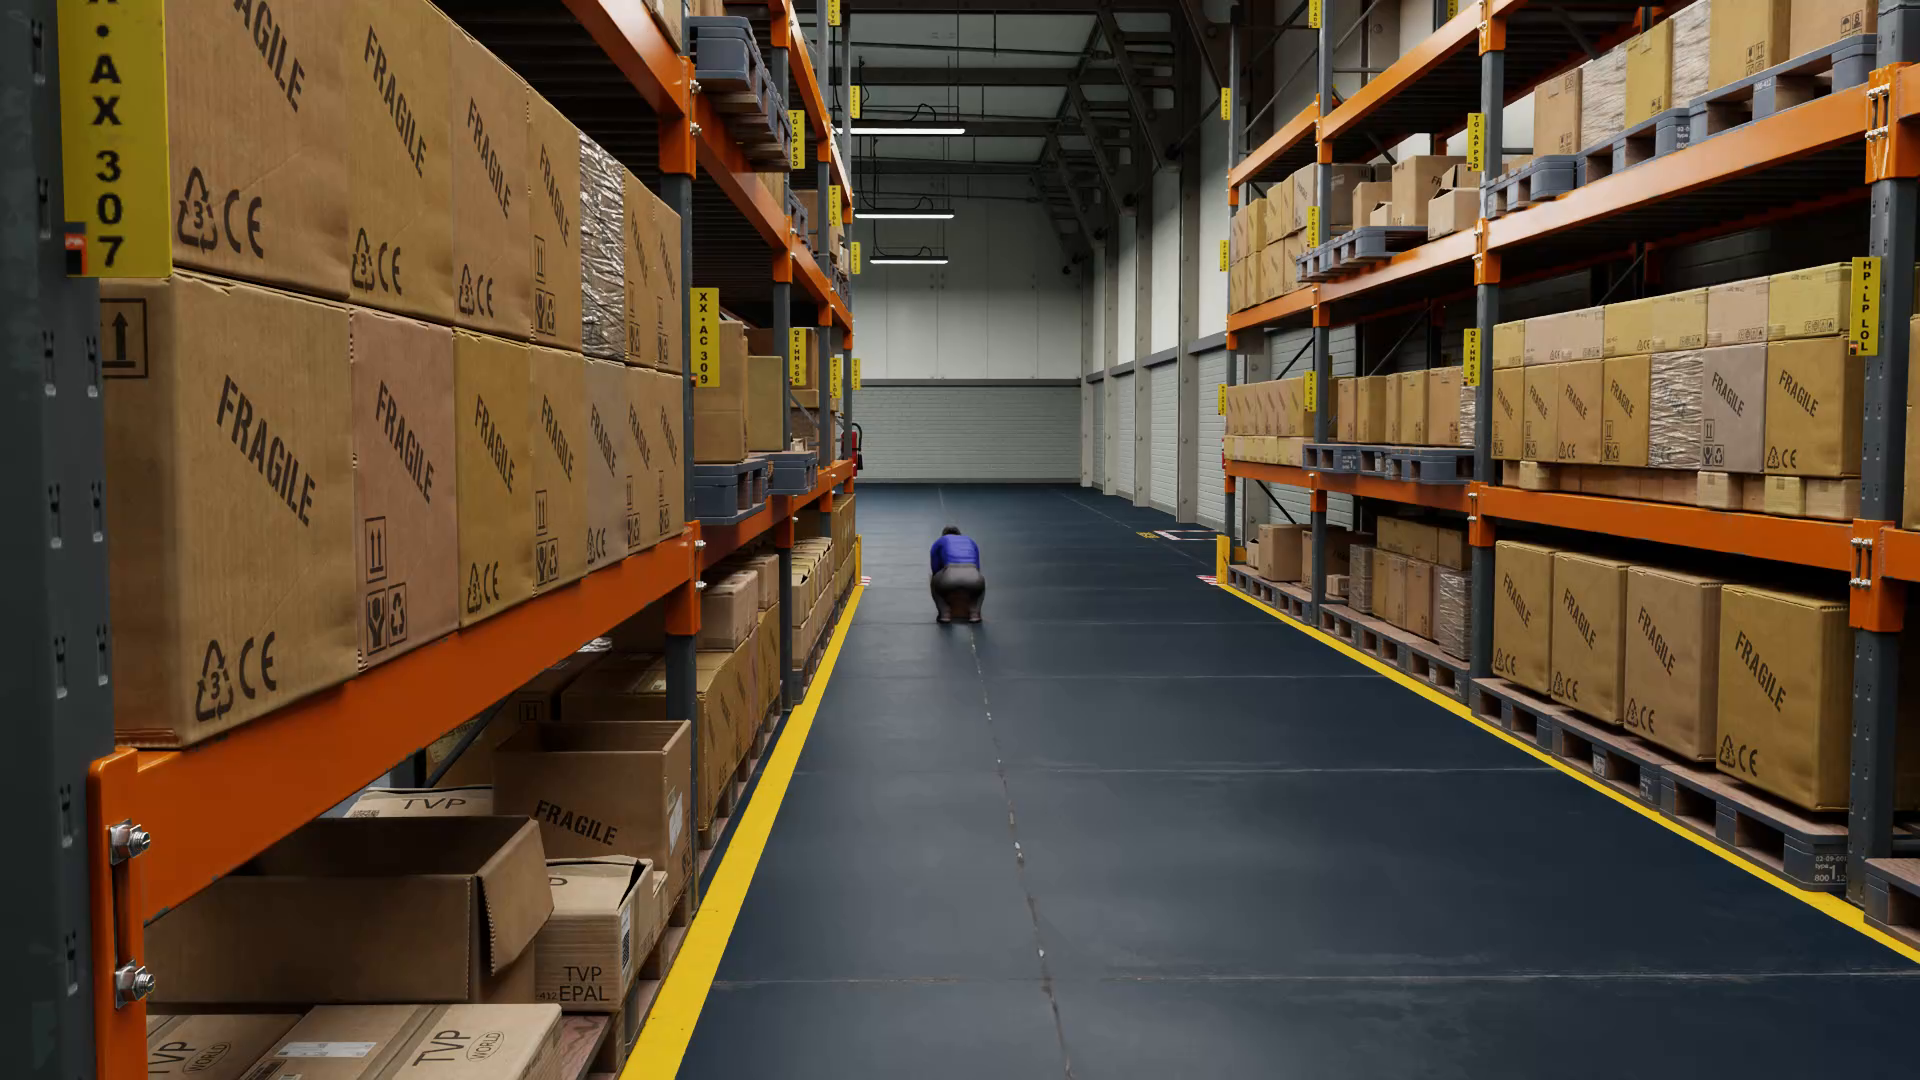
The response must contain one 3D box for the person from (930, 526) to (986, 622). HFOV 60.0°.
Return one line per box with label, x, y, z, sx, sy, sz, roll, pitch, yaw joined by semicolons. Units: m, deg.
person;-0.016;0.301;14.188;0.480;0.797;0.812;0;4;-1
